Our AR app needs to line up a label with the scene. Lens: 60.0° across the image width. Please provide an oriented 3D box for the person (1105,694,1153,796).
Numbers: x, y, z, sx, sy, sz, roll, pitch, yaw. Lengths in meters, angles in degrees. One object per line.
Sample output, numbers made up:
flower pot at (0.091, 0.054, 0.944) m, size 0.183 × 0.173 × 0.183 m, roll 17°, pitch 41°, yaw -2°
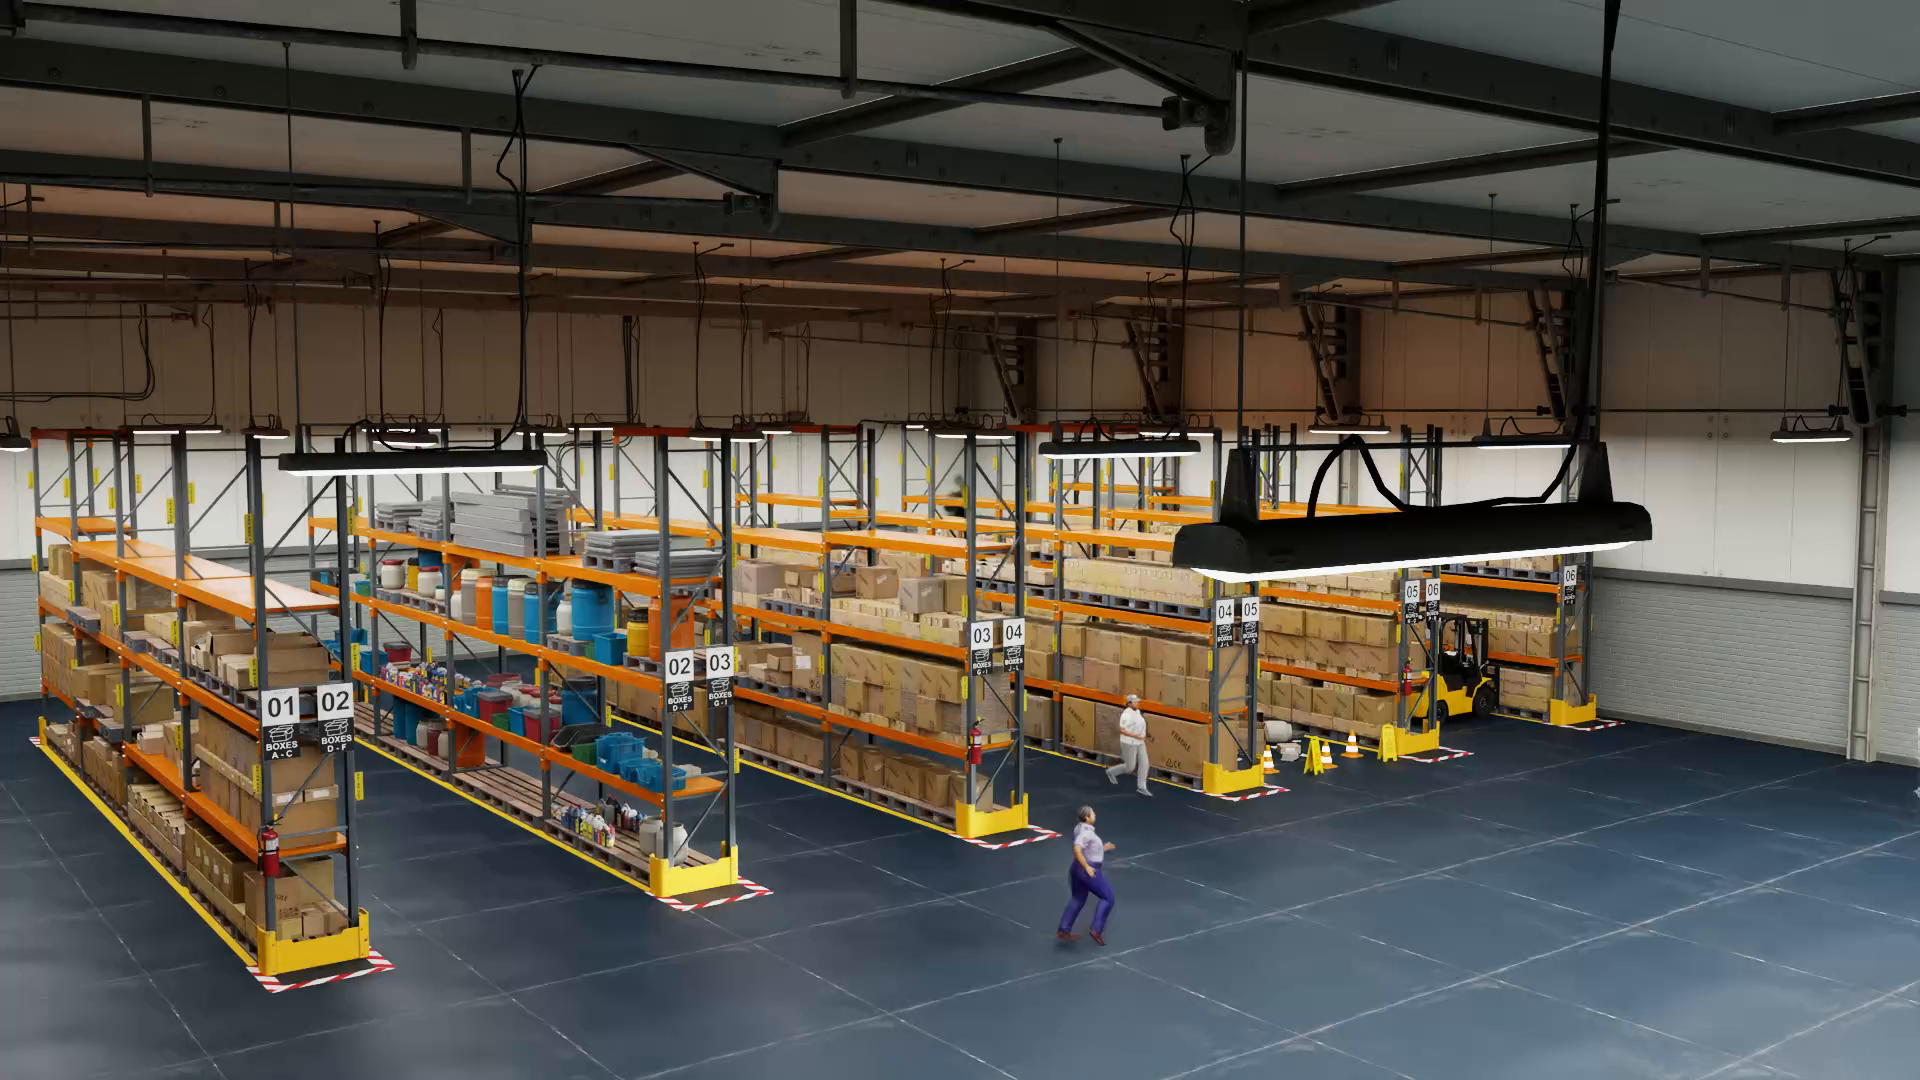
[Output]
person at (2.819, 3.368, 27.451) m, size 0.841 × 1.667 × 0.607 m, roll 3°, pitch 6°, yaw 38°

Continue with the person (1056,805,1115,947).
person at (1.509, 3.976, 19.661) m, size 0.706 × 1.697 × 0.574 m, roll -2°, pitch 5°, yaw -20°

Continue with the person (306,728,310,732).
person at (-11.347, 3.226, 28.386) m, size 0.924 × 1.750 × 0.657 m, roll 4°, pitch 6°, yaw 42°
